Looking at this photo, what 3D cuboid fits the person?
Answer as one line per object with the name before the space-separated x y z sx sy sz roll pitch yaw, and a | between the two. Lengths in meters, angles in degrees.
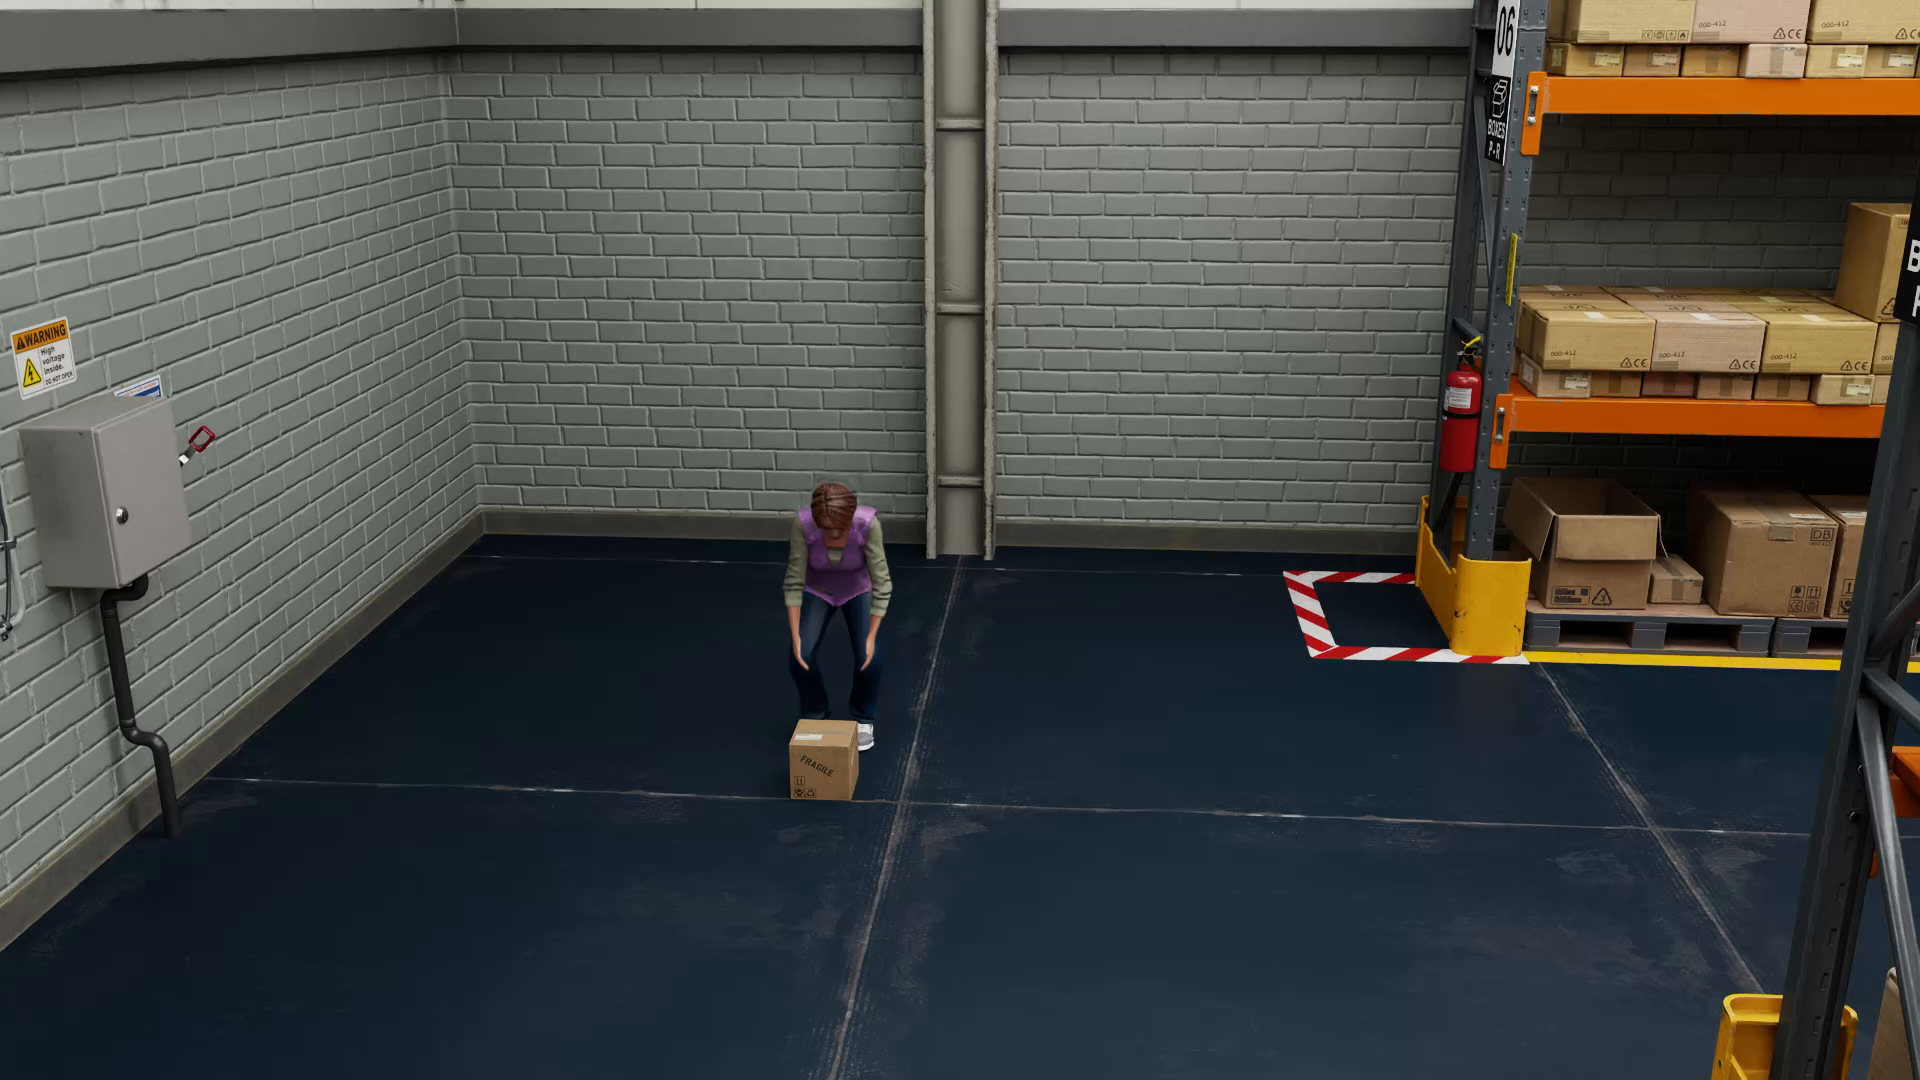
person | -0.509 0.304 7.167 0.463 1.270 0.673 1 18 4
